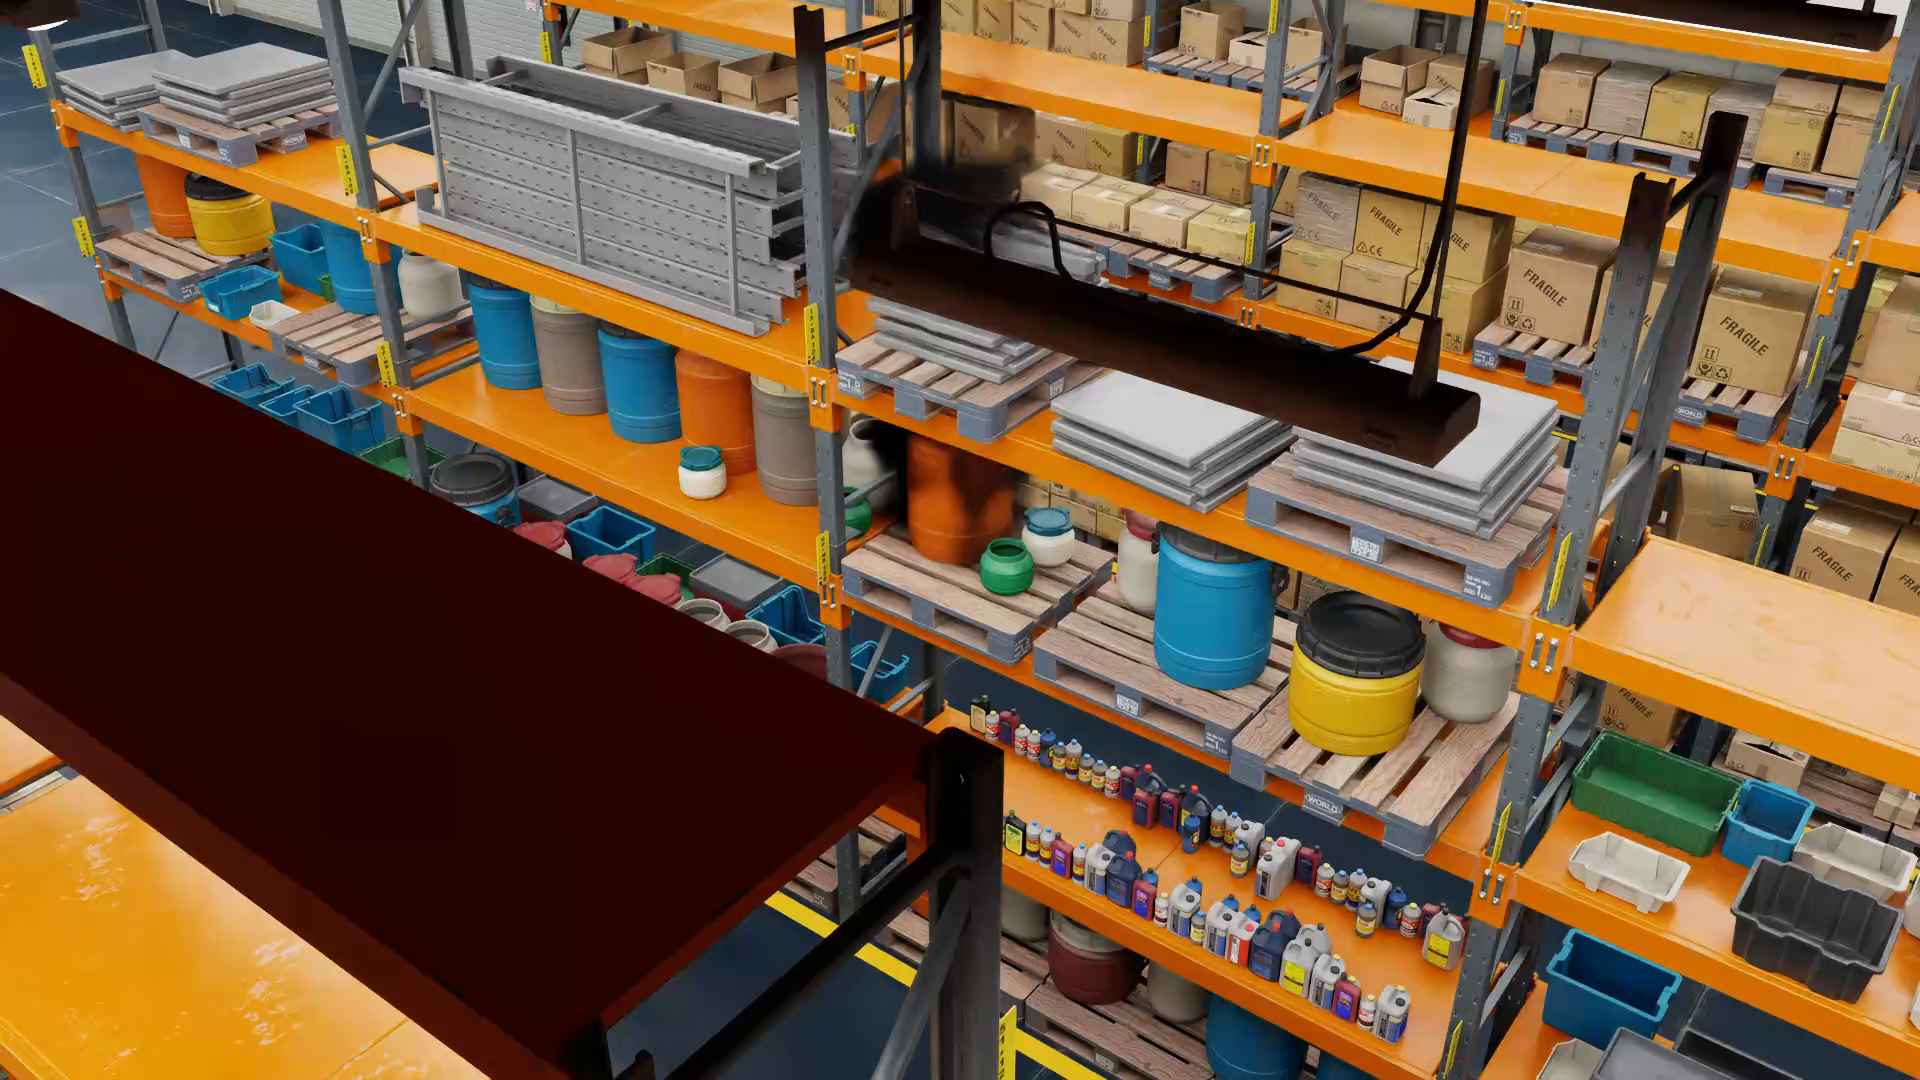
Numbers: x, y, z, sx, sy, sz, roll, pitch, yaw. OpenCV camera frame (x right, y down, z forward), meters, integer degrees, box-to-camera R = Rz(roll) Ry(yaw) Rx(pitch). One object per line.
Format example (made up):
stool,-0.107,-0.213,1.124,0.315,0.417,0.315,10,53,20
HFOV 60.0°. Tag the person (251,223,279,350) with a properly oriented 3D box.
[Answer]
person,-7.652,-2.974,18.507,0.803,1.725,0.665,-15,34,-23
